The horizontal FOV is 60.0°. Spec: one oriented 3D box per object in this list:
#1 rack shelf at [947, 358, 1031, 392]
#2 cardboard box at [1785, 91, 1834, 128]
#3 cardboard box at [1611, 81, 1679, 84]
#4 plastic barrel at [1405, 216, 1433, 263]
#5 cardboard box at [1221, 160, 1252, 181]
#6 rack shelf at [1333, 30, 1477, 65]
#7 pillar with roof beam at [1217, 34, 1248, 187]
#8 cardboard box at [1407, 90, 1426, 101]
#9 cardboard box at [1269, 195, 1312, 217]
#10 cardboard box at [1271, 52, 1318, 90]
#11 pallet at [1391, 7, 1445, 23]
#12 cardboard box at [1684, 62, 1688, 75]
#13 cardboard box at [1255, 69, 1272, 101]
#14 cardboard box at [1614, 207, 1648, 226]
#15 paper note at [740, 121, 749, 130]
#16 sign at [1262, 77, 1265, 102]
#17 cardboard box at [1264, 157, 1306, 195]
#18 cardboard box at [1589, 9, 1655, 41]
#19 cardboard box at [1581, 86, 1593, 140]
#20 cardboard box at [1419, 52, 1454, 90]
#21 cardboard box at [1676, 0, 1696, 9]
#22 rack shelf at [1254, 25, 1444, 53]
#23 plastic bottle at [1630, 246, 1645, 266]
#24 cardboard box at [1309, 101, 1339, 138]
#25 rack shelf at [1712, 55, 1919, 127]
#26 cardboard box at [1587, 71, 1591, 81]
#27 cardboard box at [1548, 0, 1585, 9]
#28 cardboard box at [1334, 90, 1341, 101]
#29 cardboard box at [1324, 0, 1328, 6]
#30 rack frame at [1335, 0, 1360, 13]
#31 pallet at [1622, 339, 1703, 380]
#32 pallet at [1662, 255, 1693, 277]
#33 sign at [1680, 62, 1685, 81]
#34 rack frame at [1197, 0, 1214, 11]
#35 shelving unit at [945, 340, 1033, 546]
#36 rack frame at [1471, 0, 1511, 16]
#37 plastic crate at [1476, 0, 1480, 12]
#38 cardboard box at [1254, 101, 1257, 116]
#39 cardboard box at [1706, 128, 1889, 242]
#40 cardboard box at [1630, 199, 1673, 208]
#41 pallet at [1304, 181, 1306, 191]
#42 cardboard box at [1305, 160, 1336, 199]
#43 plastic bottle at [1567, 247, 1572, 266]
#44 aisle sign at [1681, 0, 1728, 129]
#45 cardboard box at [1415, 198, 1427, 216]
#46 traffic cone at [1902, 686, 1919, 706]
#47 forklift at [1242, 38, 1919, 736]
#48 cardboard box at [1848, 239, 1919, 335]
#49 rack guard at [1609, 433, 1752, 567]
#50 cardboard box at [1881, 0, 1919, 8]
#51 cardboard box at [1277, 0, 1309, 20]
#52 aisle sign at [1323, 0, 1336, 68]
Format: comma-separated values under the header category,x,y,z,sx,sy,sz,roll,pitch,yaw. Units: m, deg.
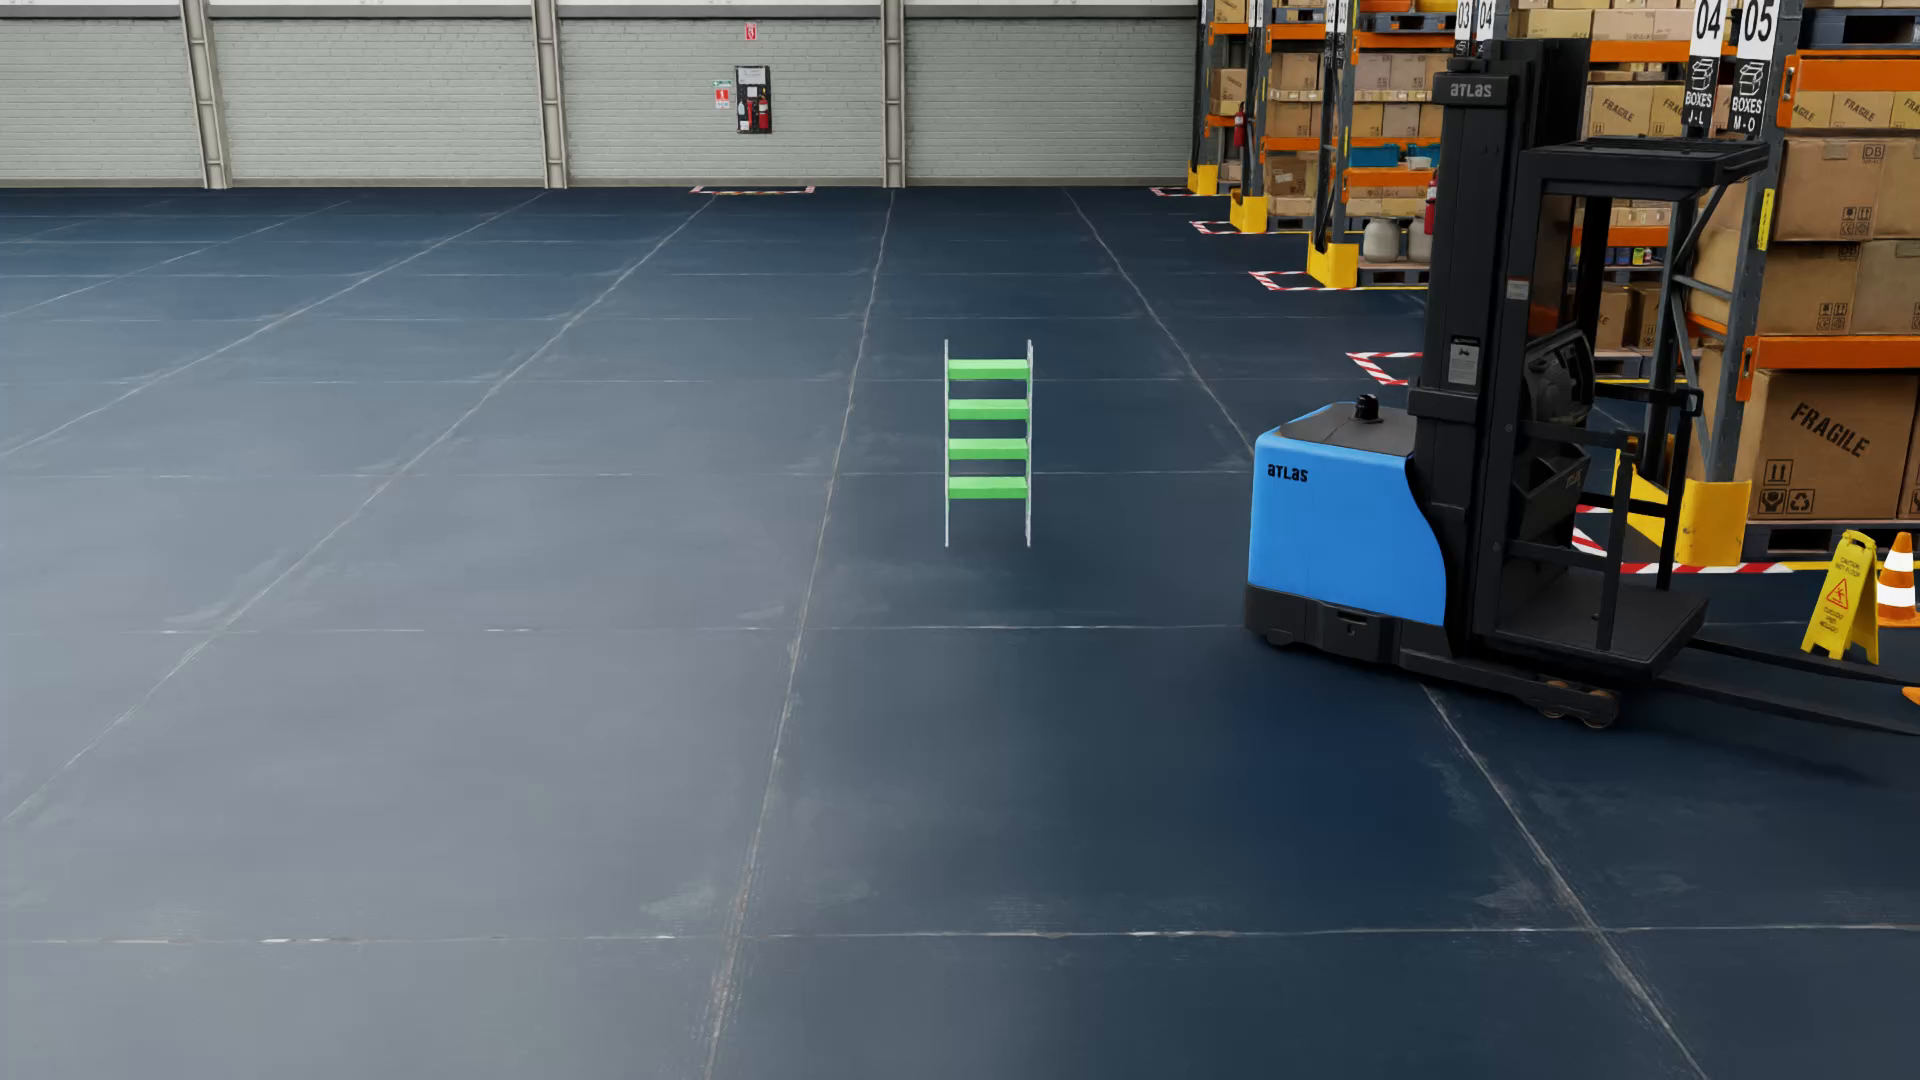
category,x,y,z,sx,sy,sz,roll,pitch,yaw
rack shelf,0.166,-0.968,9.740,0.480,0.148,0.258,0,18,-1
cardboard box,6.931,-3.562,13.955,0.500,0.500,0.500,0,18,-1
cardboard box,5.923,-3.718,14.440,0.500,0.500,0.500,0,18,-1
plastic barrel,5.457,-3.526,19.514,0.421,0.512,0.421,0,18,0
cardboard box,4.836,-6.413,28.808,0.500,0.311,0.500,-2,18,-7
rack shelf,6.299,-5.577,18.790,4.000,0.370,1.077,0,18,-1
pillar with roof beam,4.897,-9.317,24.359,0.400,9.000,9.100,0,18,-1
cardboard box,6.420,-6.296,23.537,0.250,0.149,0.380,0,18,1
cardboard box,4.764,-4.820,23.976,0.500,0.250,0.500,0,18,-1
cardboard box,4.744,-6.659,23.606,0.500,0.500,0.700,0,18,-1
pallet,6.155,-7.383,23.386,1.213,0.211,1.003,0,18,-1
cardboard box,12.628,-8.026,28.244,0.500,0.250,0.500,0,18,0
cardboard box,5.119,-7.713,28.164,0.500,0.500,0.500,0,18,-1
cardboard box,5.666,-2.776,14.203,0.250,0.149,0.380,0,18,-1
paper note,-3.820,-7.347,29.481,0.142,0.148,0.016,0,18,-1
sign,4.227,-6.275,23.151,0.005,0.325,0.100,0,18,-1
cardboard box,4.756,-5.336,24.357,0.500,0.500,0.500,0,18,-1
cardboard box,5.379,-4.254,13.732,0.500,0.250,0.500,-1,18,-2
cardboard box,4.931,-3.554,13.928,0.500,0.500,0.500,0,18,-1
cardboard box,6.774,-6.670,23.642,0.500,0.500,0.700,0,18,-1
cardboard box,5.957,-4.442,13.667,0.250,0.149,0.380,-1,18,-3
rack shelf,6.224,-7.090,23.506,4.000,0.370,1.077,0,18,-1
plastic bottle,7.823,-3.314,19.194,0.133,0.283,0.061,1,18,2
cardboard box,5.216,-6.045,23.816,0.500,0.500,0.700,0,18,1
rack shelf,6.354,-2.549,9.350,4.000,0.370,1.077,0,18,-1
cardboard box,10.426,-7.785,28.521,0.500,0.500,0.700,0,18,-1
cardboard box,4.917,-4.418,13.592,0.250,0.149,0.380,0,18,0
cardboard box,5.386,-6.291,23.521,0.250,0.149,0.380,-1,18,-2
cardboard box,5.372,-7.704,23.571,0.500,0.250,0.500,0,18,-1
rack frame,4.299,-7.338,18.191,0.127,3.000,1.000,0,18,-1
pallet,6.483,-1.640,14.813,1.213,0.211,1.003,0,18,-1
pallet,9.083,-3.189,19.643,1.213,0.211,1.003,0,18,-1
sign,12.160,-7.894,27.979,0.005,0.325,0.100,0,18,-1
rack frame,4.143,-10.364,27.624,0.127,3.000,1.000,0,18,-1
shelving unit,0.166,-0.572,9.867,0.503,1.200,0.258,0,18,-1
rack frame,4.377,-5.826,13.476,0.127,3.000,1.000,0,18,-1
plastic crate,6.201,-6.004,18.967,0.575,0.384,0.392,0,18,-1
cardboard box,5.154,-7.358,28.286,0.500,0.250,0.500,-1,18,-3
cardboard box,4.726,-2.029,9.449,0.550,0.550,0.875,0,18,-1
cardboard box,5.926,-3.181,14.402,0.500,0.500,0.875,0,18,-1
pallet,6.248,-6.178,28.961,1.213,0.211,1.003,0,18,-1
cardboard box,5.264,-5.180,23.871,0.500,0.500,0.500,0,18,-1
plastic bottle,6.982,-3.320,19.226,0.135,0.276,0.152,0,18,0
aisle sign,4.279,-2.783,9.556,0.004,0.787,0.394,0,18,-1
cardboard box,6.764,-4.829,24.005,0.500,0.250,0.500,0,18,-1
traffic cone,4.586,0.532,7.631,0.334,0.463,0.336,0,18,-1
forklift,2.924,-0.738,7.551,3.031,2.935,1.130,13,22,34
cardboard box,5.274,-1.550,9.723,0.550,0.550,0.875,0,18,-1
rack guard,4.330,-0.263,10.050,0.348,0.500,1.175,0,18,-1
cardboard box,4.957,-2.915,8.874,0.250,0.149,0.380,0,18,0
cardboard box,5.537,-8.914,27.816,0.500,0.500,0.500,1,18,2
aisle sign,4.222,-5.810,18.992,0.004,0.787,0.394,0,18,-1
